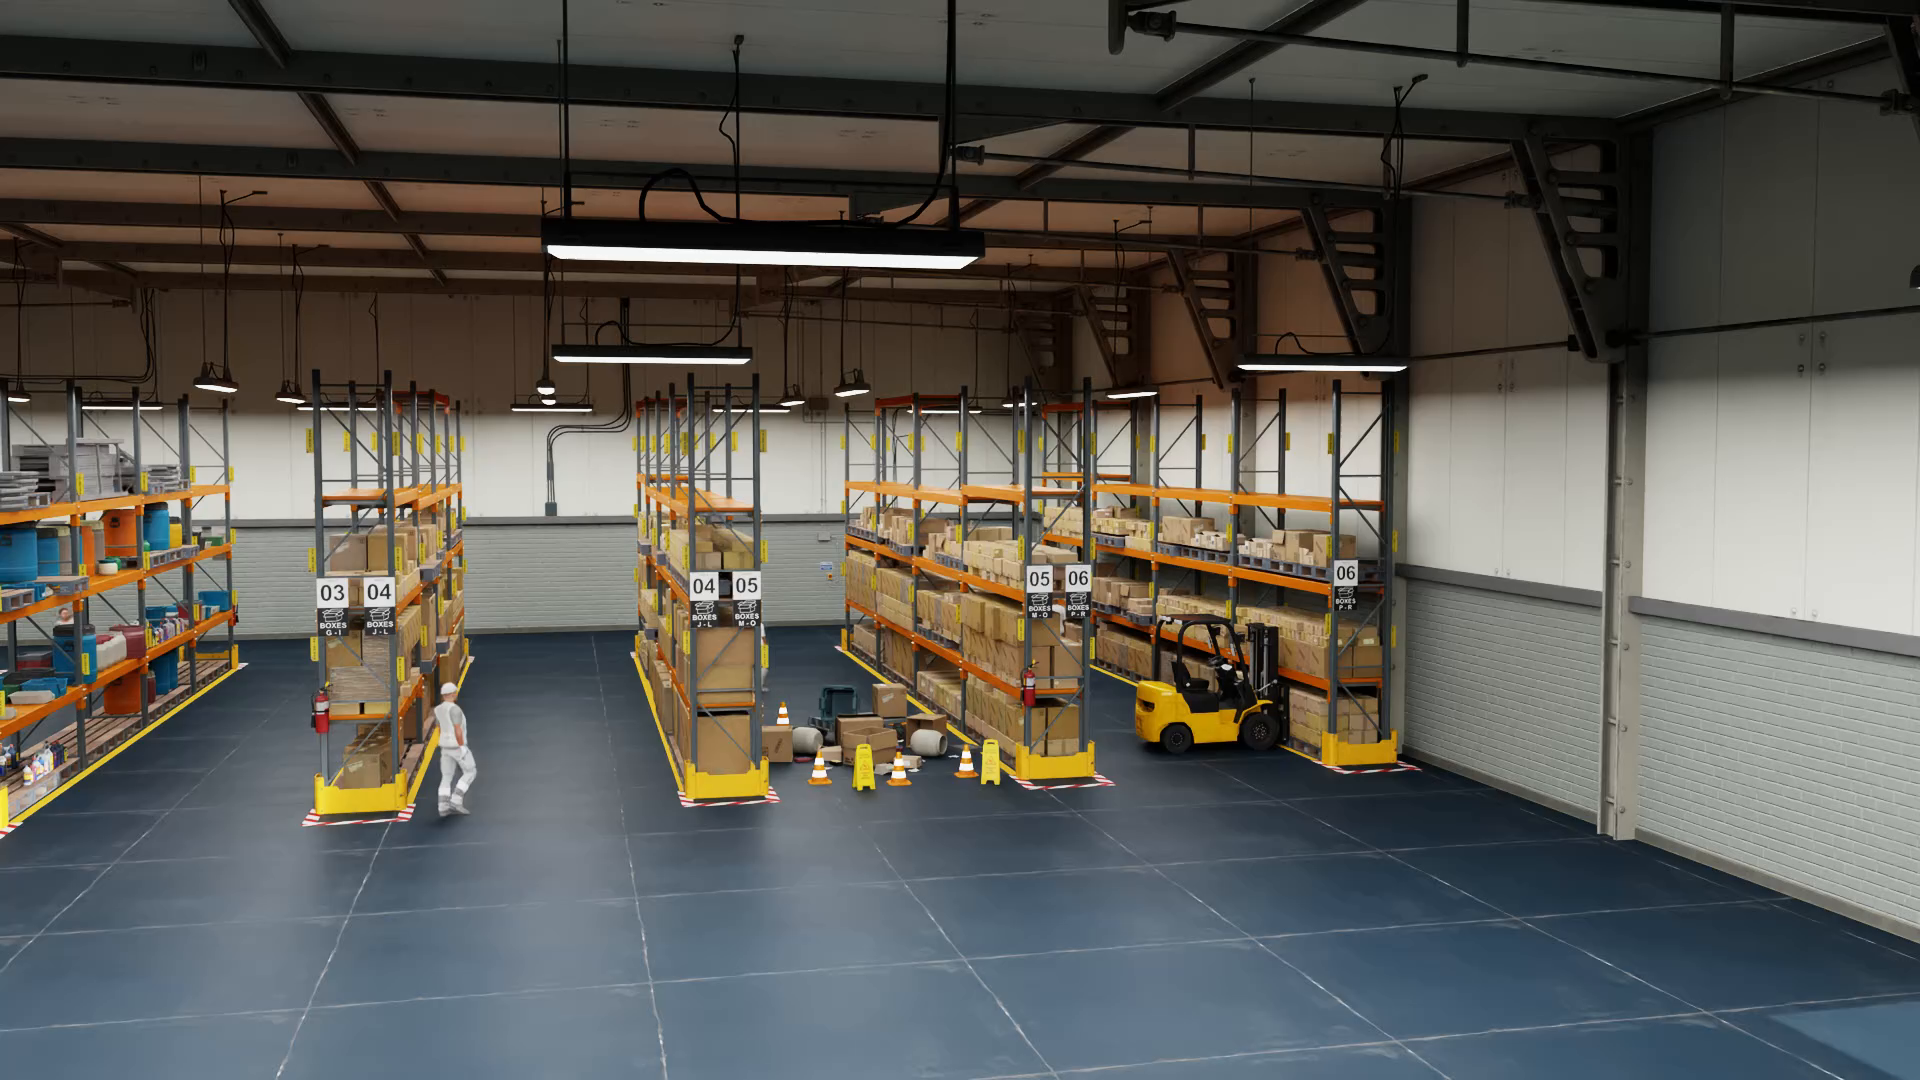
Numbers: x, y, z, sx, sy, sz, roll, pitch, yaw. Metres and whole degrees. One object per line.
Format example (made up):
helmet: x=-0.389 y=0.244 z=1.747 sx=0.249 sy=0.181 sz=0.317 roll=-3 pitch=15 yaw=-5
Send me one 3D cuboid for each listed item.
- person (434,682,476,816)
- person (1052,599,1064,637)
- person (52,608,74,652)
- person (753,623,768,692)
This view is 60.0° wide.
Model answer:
person: x=-6.852 y=2.806 z=22.410 sx=0.641 sy=1.765 sz=0.479 roll=2 pitch=4 yaw=33
person: x=2.084 y=2.031 z=36.196 sx=0.467 sy=1.766 sz=0.616 roll=3 pitch=4 yaw=37
person: x=-18.478 y=2.197 z=34.330 sx=0.554 sy=1.605 sz=1.064 roll=-1 pitch=3 yaw=-11
person: x=-4.129 y=2.246 z=33.478 sx=0.543 sy=1.660 sz=0.506 roll=1 pitch=3 yaw=11
